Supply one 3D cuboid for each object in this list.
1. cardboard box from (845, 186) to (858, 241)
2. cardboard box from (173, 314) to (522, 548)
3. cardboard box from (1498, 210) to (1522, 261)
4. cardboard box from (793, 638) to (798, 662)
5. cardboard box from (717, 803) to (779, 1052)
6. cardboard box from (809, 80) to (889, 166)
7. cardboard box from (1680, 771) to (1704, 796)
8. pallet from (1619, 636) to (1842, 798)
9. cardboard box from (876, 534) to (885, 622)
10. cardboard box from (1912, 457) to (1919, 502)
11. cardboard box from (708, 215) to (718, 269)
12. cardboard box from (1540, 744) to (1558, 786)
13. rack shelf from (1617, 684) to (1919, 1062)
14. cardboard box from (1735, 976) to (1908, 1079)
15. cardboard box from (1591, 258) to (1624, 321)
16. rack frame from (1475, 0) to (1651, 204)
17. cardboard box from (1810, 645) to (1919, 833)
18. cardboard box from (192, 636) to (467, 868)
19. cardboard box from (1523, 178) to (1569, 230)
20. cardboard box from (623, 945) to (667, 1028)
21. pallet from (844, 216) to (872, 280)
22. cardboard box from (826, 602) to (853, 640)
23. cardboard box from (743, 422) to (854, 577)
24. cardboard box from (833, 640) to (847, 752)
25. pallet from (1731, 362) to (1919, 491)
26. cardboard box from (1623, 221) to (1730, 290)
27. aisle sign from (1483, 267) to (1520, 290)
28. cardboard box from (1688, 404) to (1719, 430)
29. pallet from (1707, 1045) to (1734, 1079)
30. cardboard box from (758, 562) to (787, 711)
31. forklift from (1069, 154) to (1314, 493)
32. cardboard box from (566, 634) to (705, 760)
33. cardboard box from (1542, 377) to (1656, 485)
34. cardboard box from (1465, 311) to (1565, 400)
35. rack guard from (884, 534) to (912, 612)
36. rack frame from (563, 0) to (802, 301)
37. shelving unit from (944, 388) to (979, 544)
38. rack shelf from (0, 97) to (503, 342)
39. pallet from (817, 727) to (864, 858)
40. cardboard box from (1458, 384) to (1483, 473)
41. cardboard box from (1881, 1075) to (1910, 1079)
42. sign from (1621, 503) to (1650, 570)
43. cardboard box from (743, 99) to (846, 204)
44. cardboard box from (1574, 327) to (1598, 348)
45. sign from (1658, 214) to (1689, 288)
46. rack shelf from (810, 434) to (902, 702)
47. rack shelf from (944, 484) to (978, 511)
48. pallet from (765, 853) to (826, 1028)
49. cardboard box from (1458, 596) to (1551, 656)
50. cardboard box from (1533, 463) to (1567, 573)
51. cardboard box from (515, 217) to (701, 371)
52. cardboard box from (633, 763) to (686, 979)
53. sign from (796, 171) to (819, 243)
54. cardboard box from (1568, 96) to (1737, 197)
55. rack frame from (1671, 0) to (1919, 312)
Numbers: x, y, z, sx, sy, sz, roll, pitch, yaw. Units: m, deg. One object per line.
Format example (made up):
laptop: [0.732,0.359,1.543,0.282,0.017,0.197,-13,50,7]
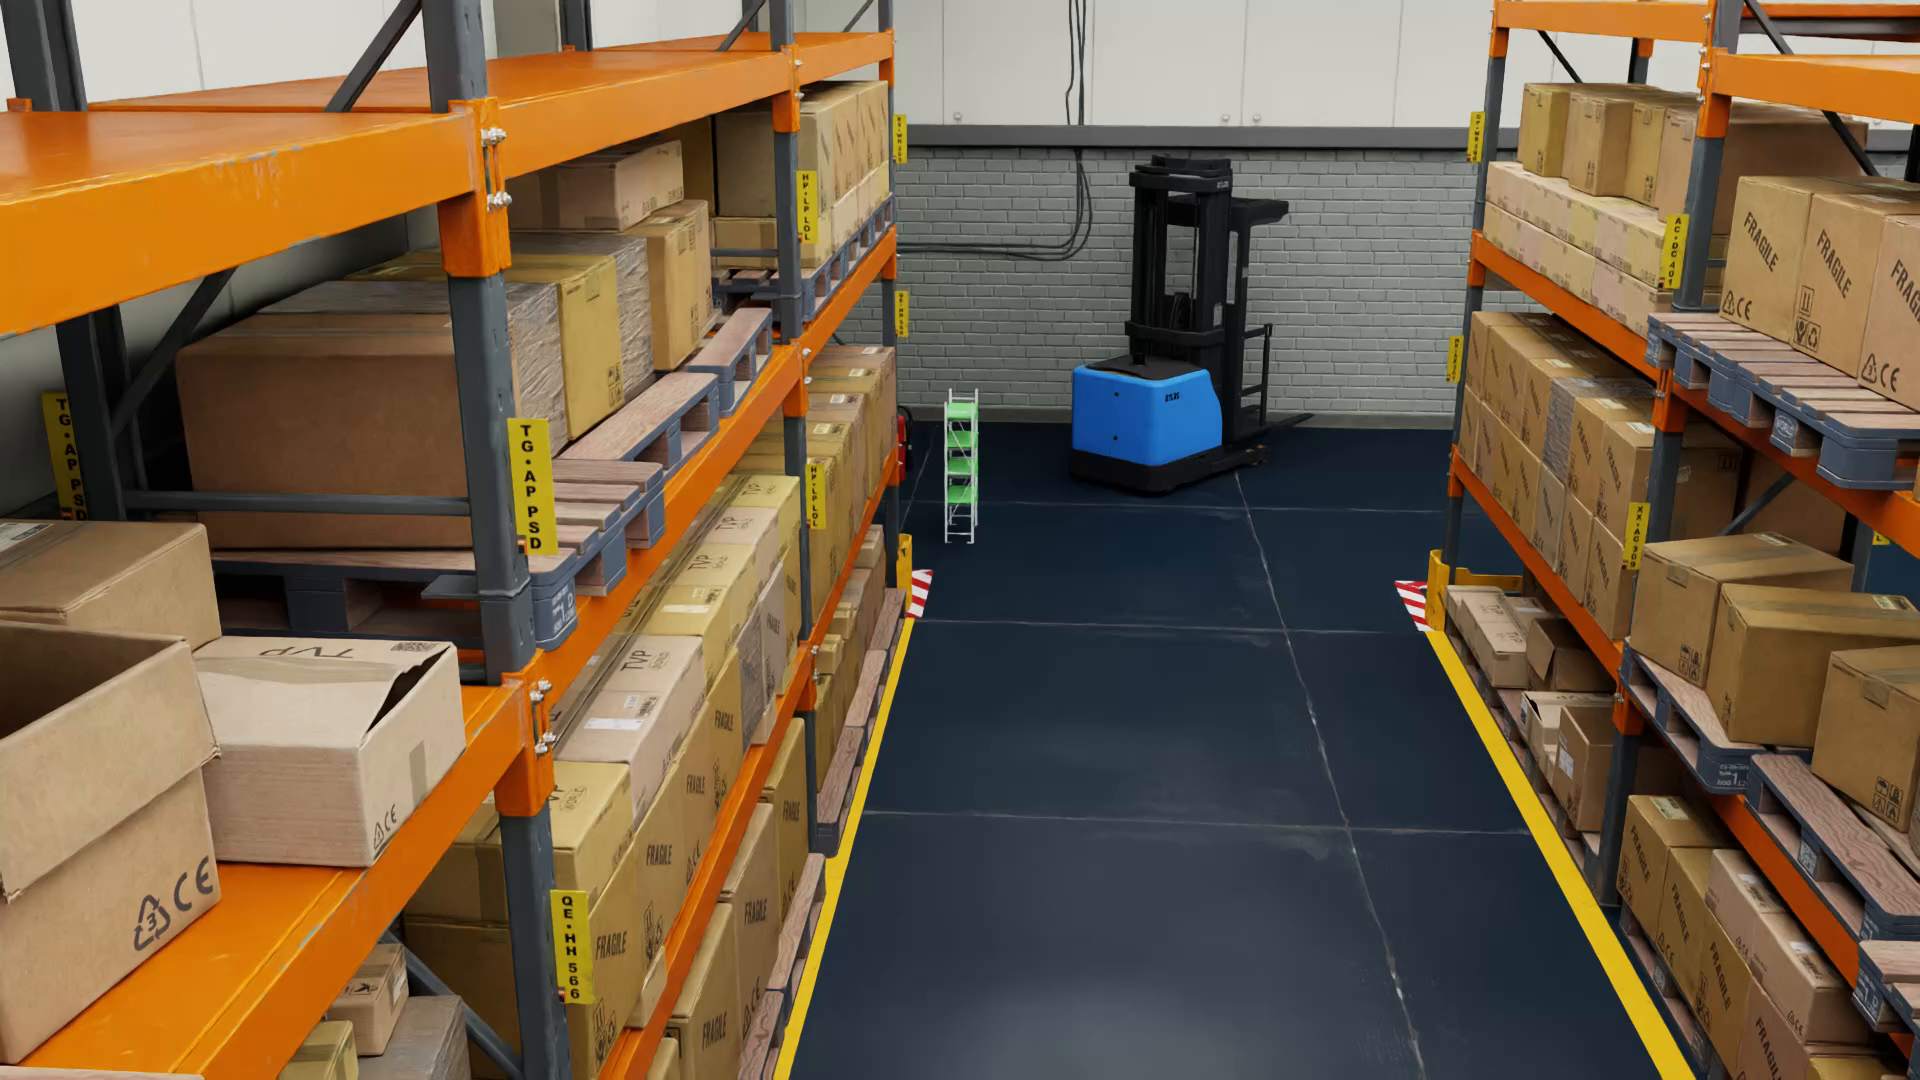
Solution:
cardboard box: [-0.848,-1.832,9.286,0.500,0.250,0.500,1,18,2]
cardboard box: [-1.550,-0.294,4.317,0.700,0.500,0.500,0,18,0]
cardboard box: [3.648,-1.883,10.276,0.500,0.250,0.500,1,18,4]
cardboard box: [-0.982,0.516,7.901,0.380,0.149,0.250,1,18,4]
cardboard box: [-1.218,1.598,7.007,0.750,0.750,0.750,2,18,6]
cardboard box: [-0.734,-2.671,10.642,0.500,0.500,0.500,1,18,4]
cardboard box: [3.947,1.348,8.604,0.500,0.311,0.500,1,18,4]
pallet: [3.535,0.742,7.151,1.003,0.211,1.213,1,18,4]
cardboard box: [-0.904,0.261,11.650,0.700,0.500,0.500,1,18,4]
cardboard box: [3.486,-0.282,4.989,0.910,0.500,0.500,1,18,4]
cardboard box: [-1.425,-1.524,8.345,0.500,0.250,0.500,1,18,4]
cardboard box: [3.426,1.249,9.165,0.380,0.149,0.250,1,18,4]
rack shelf: [3.557,1.368,6.087,1.077,0.370,4.000,1,18,4]
cardboard box: [3.316,2.006,6.291,0.500,0.500,0.500,1,18,2]
cardboard box: [3.517,-1.262,8.379,0.500,0.250,0.500,1,18,4]
rack frame: [3.988,-3.689,10.728,1.000,3.000,0.127,1,18,4]
cardboard box: [3.636,0.708,6.111,0.700,0.500,0.500,-3,18,-10]
cardboard box: [-1.309,0.375,3.256,0.500,0.311,0.500,1,18,4]
cardboard box: [3.619,-1.965,9.724,0.500,0.250,0.500,1,18,4]
cardboard box: [-1.142,1.392,5.230,0.380,0.149,0.250,2,18,6]
pallet: [-1.081,-1.720,9.680,1.003,0.211,1.213,1,18,4]
cardboard box: [-0.841,0.481,9.936,0.380,0.149,0.250,1,18,2]
cardboard box: [-1.127,-0.242,9.363,0.980,0.700,0.700,1,18,3]
cardboard box: [-1.045,0.898,9.706,0.700,0.500,0.500,1,18,3]
pallet: [3.513,-0.408,5.837,1.213,0.211,1.003,1,18,4]
cardboard box: [3.465,-1.344,7.829,0.500,0.250,0.500,1,18,4]
aisle sign: [3.700,-2.101,11.342,0.394,0.787,0.004,1,18,4]
cardboard box: [4.052,-0.418,8.616,0.500,0.500,0.500,1,18,2]
pallet: [3.595,2.363,6.372,1.003,0.211,1.213,1,18,4]
cardboard box: [-1.049,0.404,7.201,0.500,0.500,0.500,1,18,4]
forklift: [2.393,-2.204,15.942,1.130,2.935,3.031,16,24,40]
cardboard box: [-1.168,0.525,5.628,0.500,0.250,0.500,1,18,4]
cardboard box: [3.549,-0.597,9.160,0.500,0.500,0.500,1,18,4]
cardboard box: [3.693,-1.228,11.088,0.500,0.500,0.500,2,18,6]
rack guard: [-0.952,0.233,12.408,1.175,0.500,0.348,1,18,4]
rack frame: [-1.240,-2.556,7.271,1.000,3.000,0.127,1,18,4]
shelving unit: [0.012,-0.622,13.893,0.258,1.200,0.503,1,18,4]
rack shelf: [-1.670,-0.160,1.758,1.077,0.370,4.000,1,18,4]
pallet: [-1.108,1.386,9.354,1.003,0.211,1.213,1,18,4]
cardboard box: [3.693,-0.753,11.244,0.500,0.500,0.500,2,18,5]
cardboard box: [3.247,1.956,5.240,0.500,0.250,0.500,2,18,6]
sign: [3.159,-0.016,7.766,0.100,0.325,0.005,1,18,4]
cardboard box: [-0.879,-2.037,8.708,0.500,0.500,0.500,1,18,3]
cardboard box: [4.195,-1.059,10.572,0.500,0.500,0.500,2,18,5]
sign: [3.159,-1.276,7.353,0.100,0.325,0.005,1,18,4]
rack shelf: [-1.097,0.016,10.213,1.077,0.370,4.000,1,18,4]
rack shelf: [0.012,-0.333,13.988,0.258,0.148,0.480,1,18,4]
pallet: [-1.220,1.862,7.903,1.003,0.211,1.213,1,18,4]
cardboard box: [3.630,0.578,11.052,0.500,0.250,0.500,1,18,4]
cardboard box: [3.551,-0.124,9.322,0.500,0.500,0.500,2,18,5]
cardboard box: [-1.388,-0.942,6.295,0.700,0.500,0.500,1,18,3]
cardboard box: [-1.190,1.032,5.287,0.500,0.500,0.500,2,18,6]
sign: [-0.698,-1.516,7.581,0.100,0.325,0.005,1,18,4]
cardboard box: [3.789,-2.162,9.119,0.700,0.500,0.500,1,18,4]
rack frame: [3.701,-2.446,6.937,1.000,3.000,0.127,1,18,4]
